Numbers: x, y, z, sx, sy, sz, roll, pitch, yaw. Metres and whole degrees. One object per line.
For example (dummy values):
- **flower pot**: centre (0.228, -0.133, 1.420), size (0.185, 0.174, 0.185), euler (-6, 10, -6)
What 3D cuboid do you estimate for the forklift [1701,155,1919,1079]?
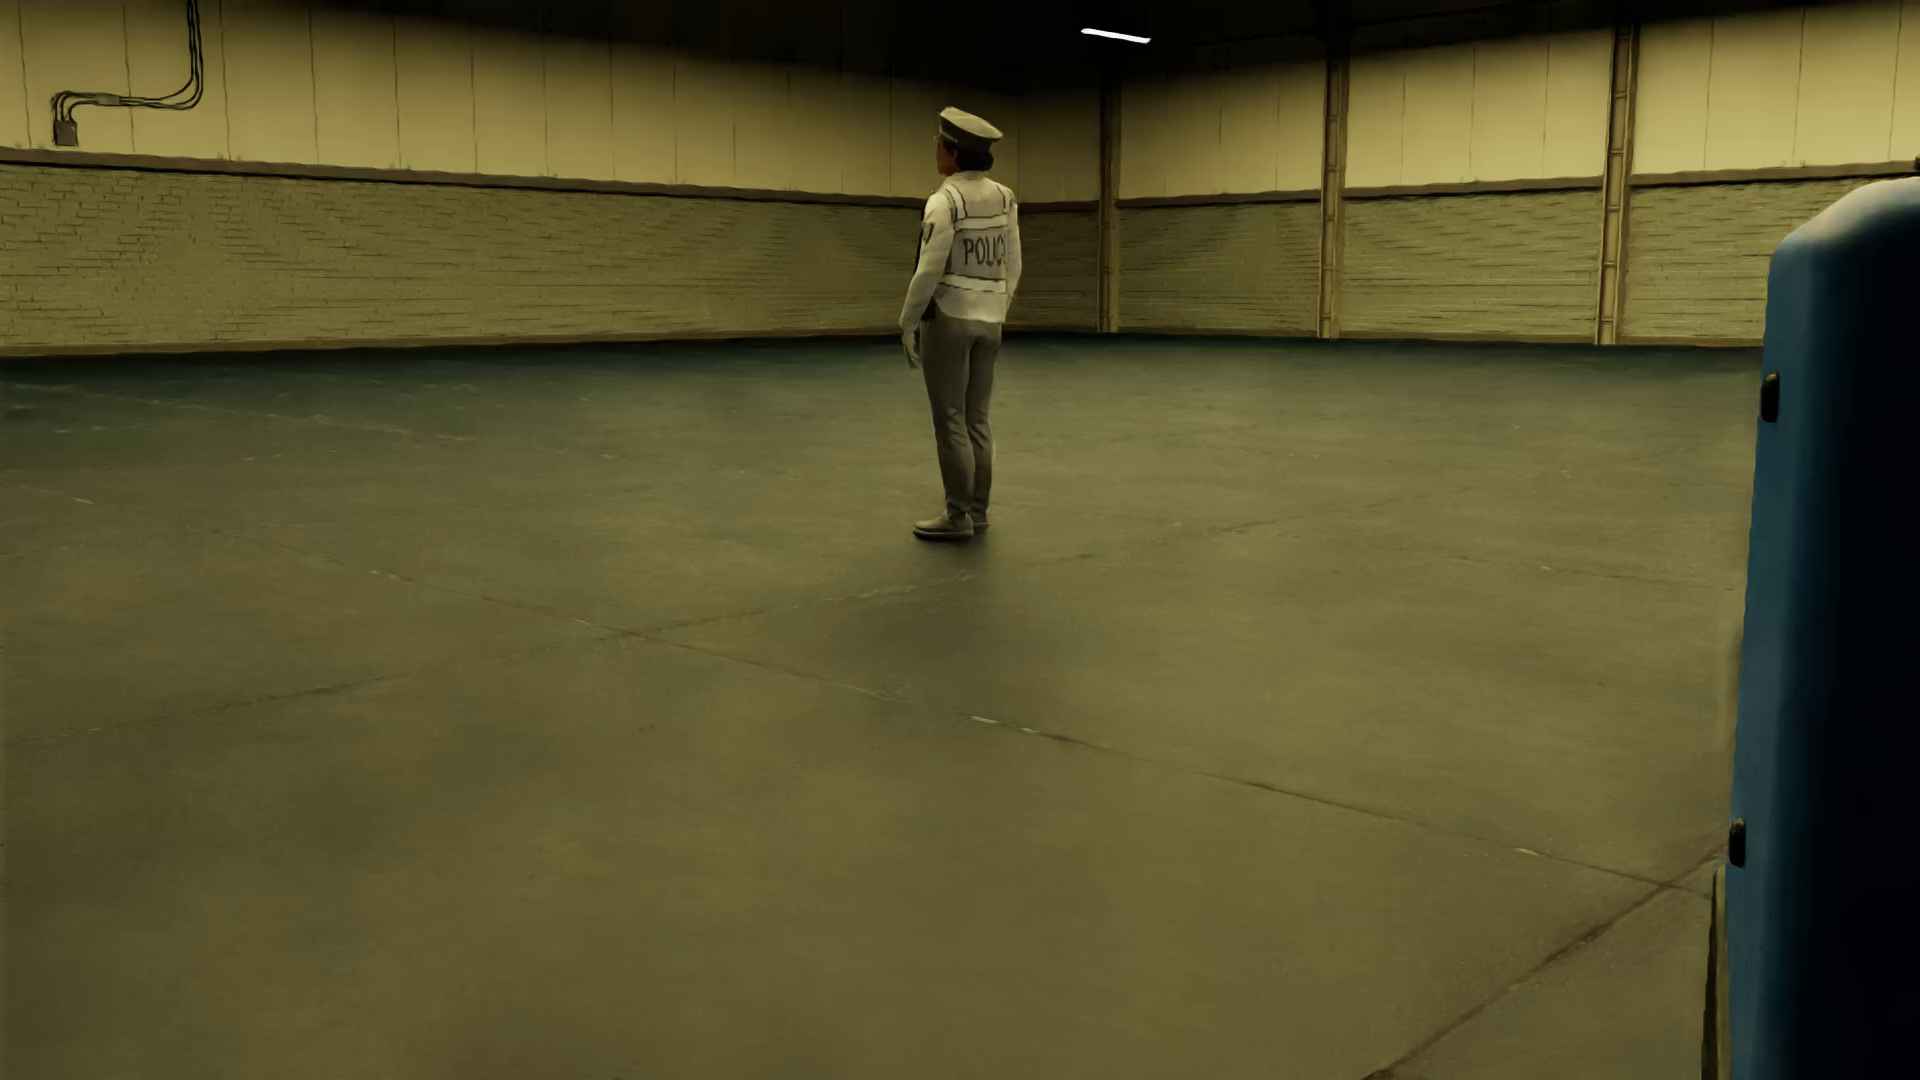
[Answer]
- **forklift**: centre (2.114, -0.595, 0.823), size (3.031, 2.935, 1.130), euler (4, 9, 24)

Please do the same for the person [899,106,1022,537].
- **person**: centre (-0.044, -0.853, 6.641), size (0.532, 1.695, 0.586), euler (8, 12, 43)
